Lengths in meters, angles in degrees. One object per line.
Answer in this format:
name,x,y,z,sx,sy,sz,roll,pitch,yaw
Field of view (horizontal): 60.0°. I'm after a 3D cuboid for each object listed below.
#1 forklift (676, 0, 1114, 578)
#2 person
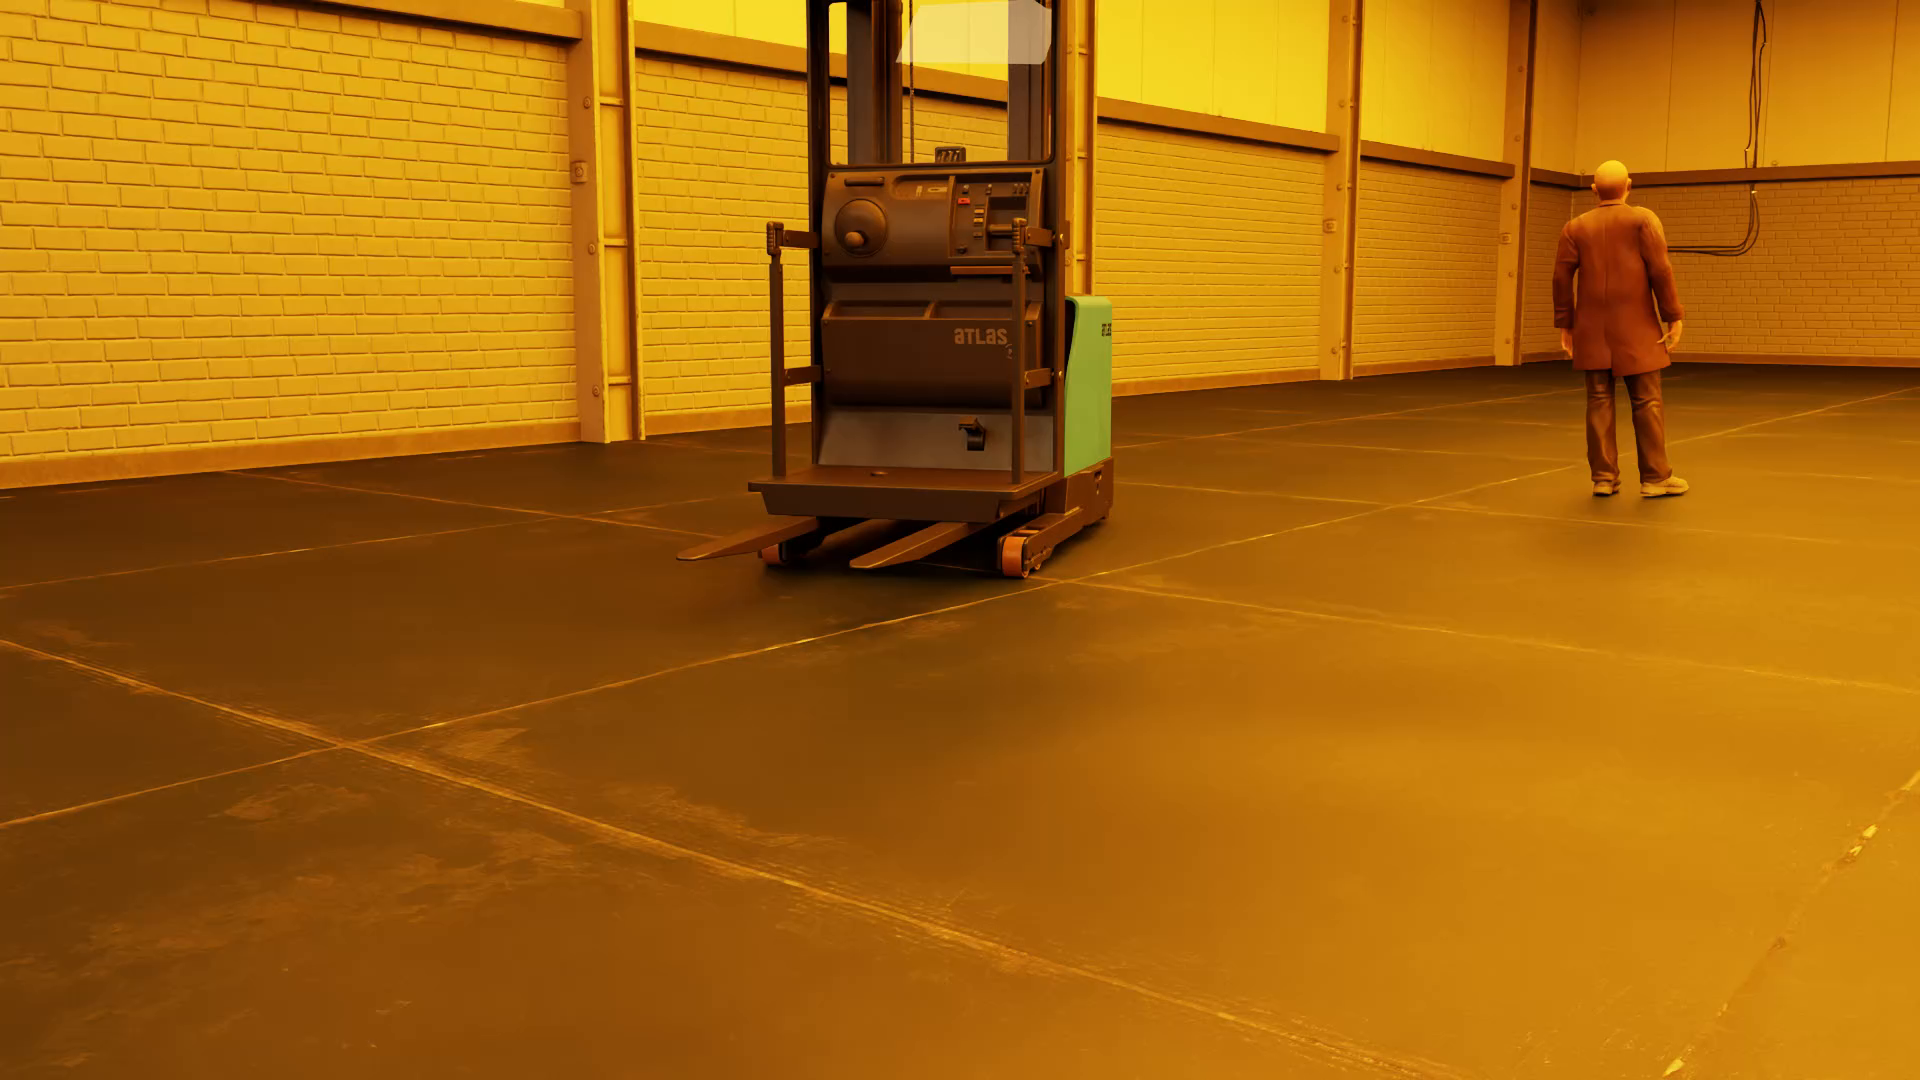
forklift,-0.176,-1.366,6.616,1.130,2.935,3.031,3,9,17
person,3.590,-1.142,9.015,0.695,1.777,0.580,7,11,41
